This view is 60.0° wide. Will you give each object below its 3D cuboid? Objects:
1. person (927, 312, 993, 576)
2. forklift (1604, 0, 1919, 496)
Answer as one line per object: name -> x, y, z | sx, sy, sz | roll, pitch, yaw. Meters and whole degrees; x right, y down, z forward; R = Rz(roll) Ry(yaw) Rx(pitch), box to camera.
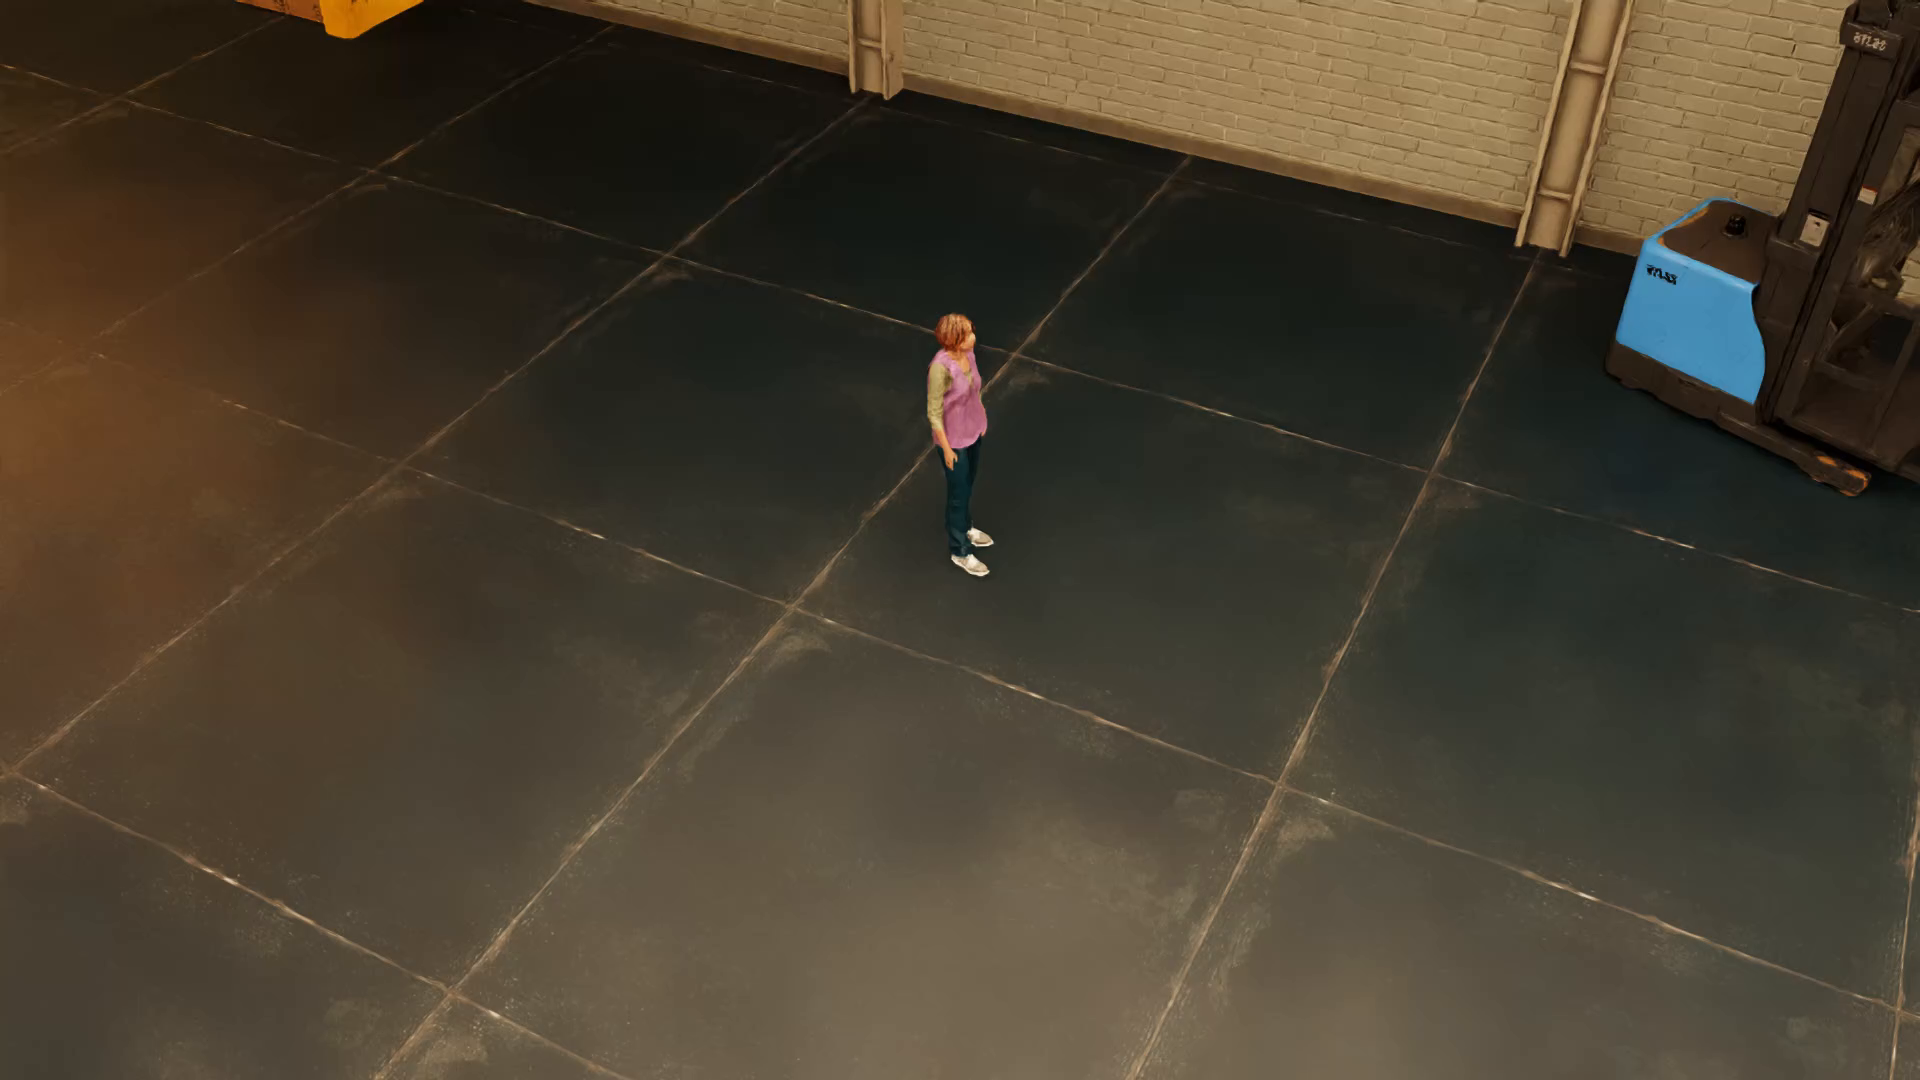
person -> 0.060, -0.586, 9.707 | 0.474, 1.597, 0.520 | 18, 43, 21
forklift -> 5.849, -1.776, 10.095 | 1.130, 2.935, 3.031 | -31, 49, -31
